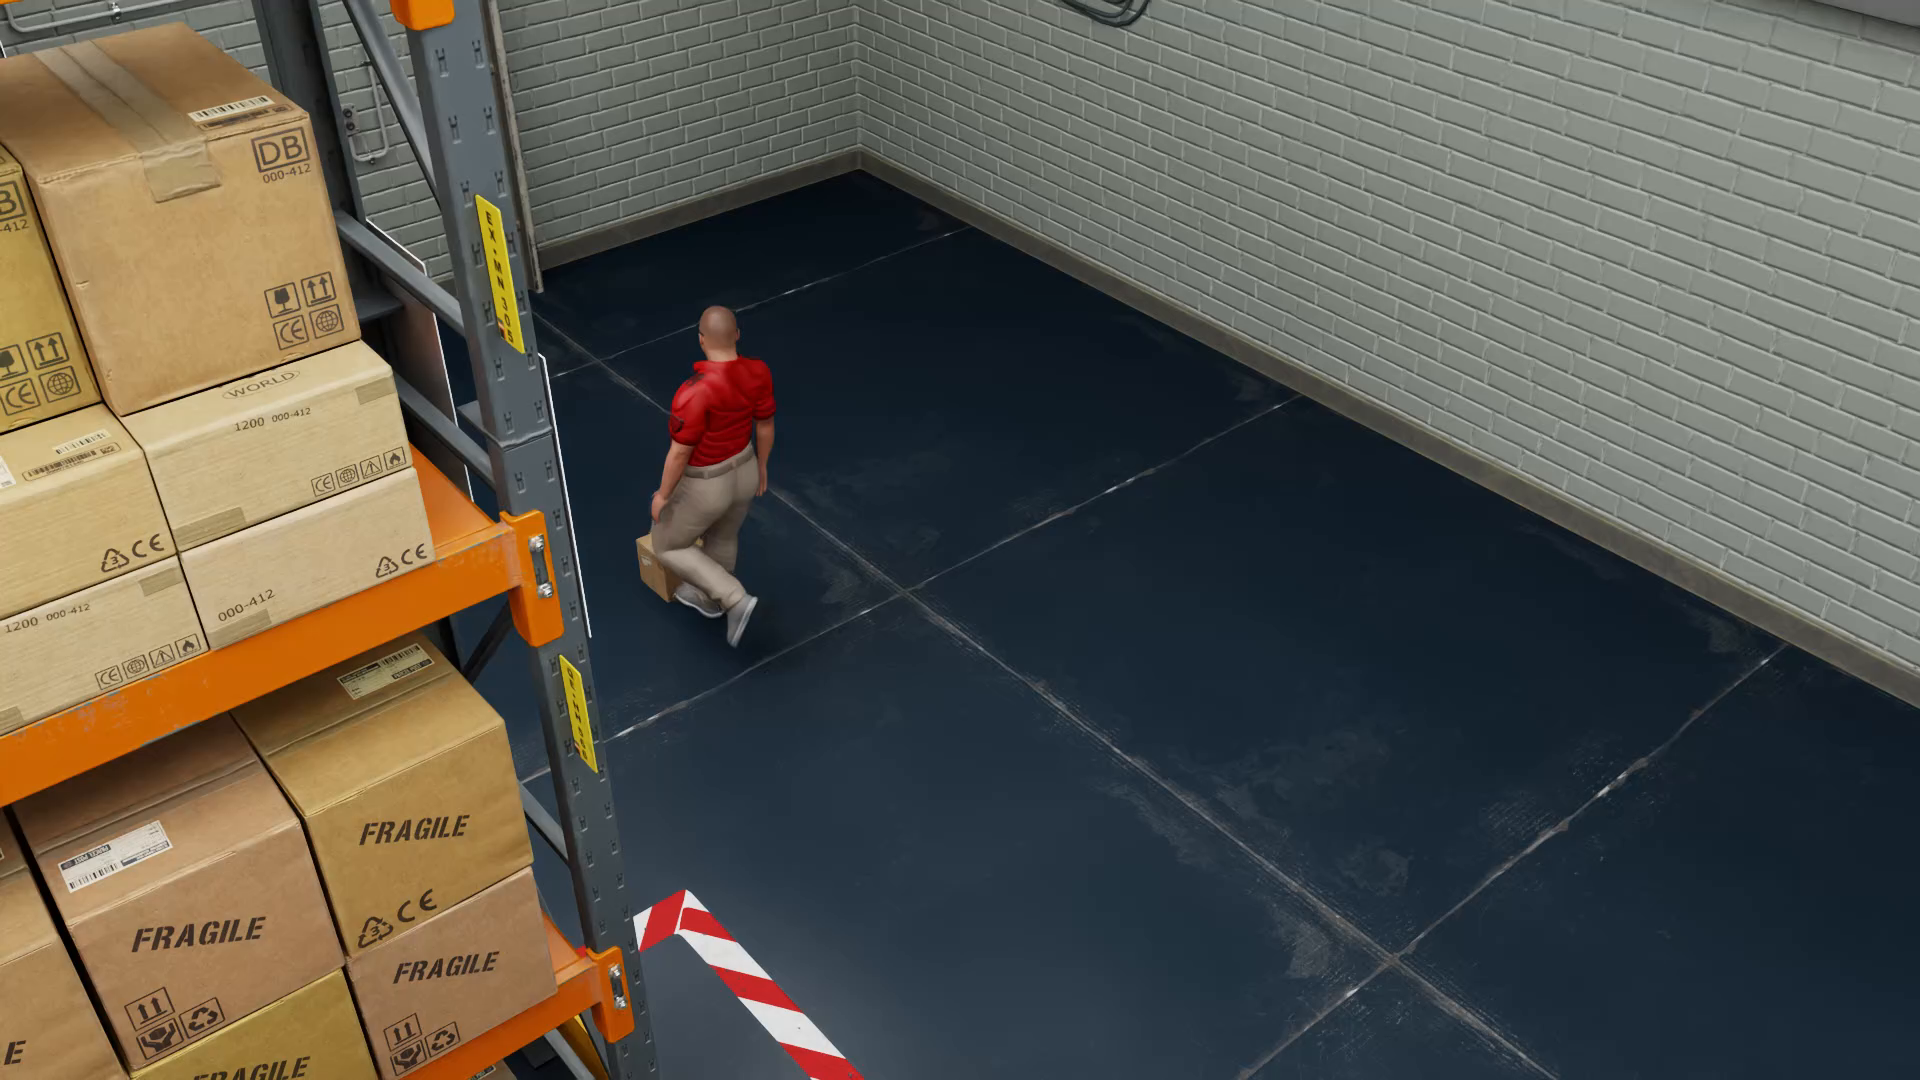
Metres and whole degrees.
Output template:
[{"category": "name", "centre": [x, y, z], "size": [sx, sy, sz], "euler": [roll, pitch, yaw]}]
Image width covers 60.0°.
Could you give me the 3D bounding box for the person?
[{"category": "person", "centre": [-1.151, -0.289, 7.492], "size": [0.715, 1.708, 0.607], "euler": [26, 43, 32]}]
